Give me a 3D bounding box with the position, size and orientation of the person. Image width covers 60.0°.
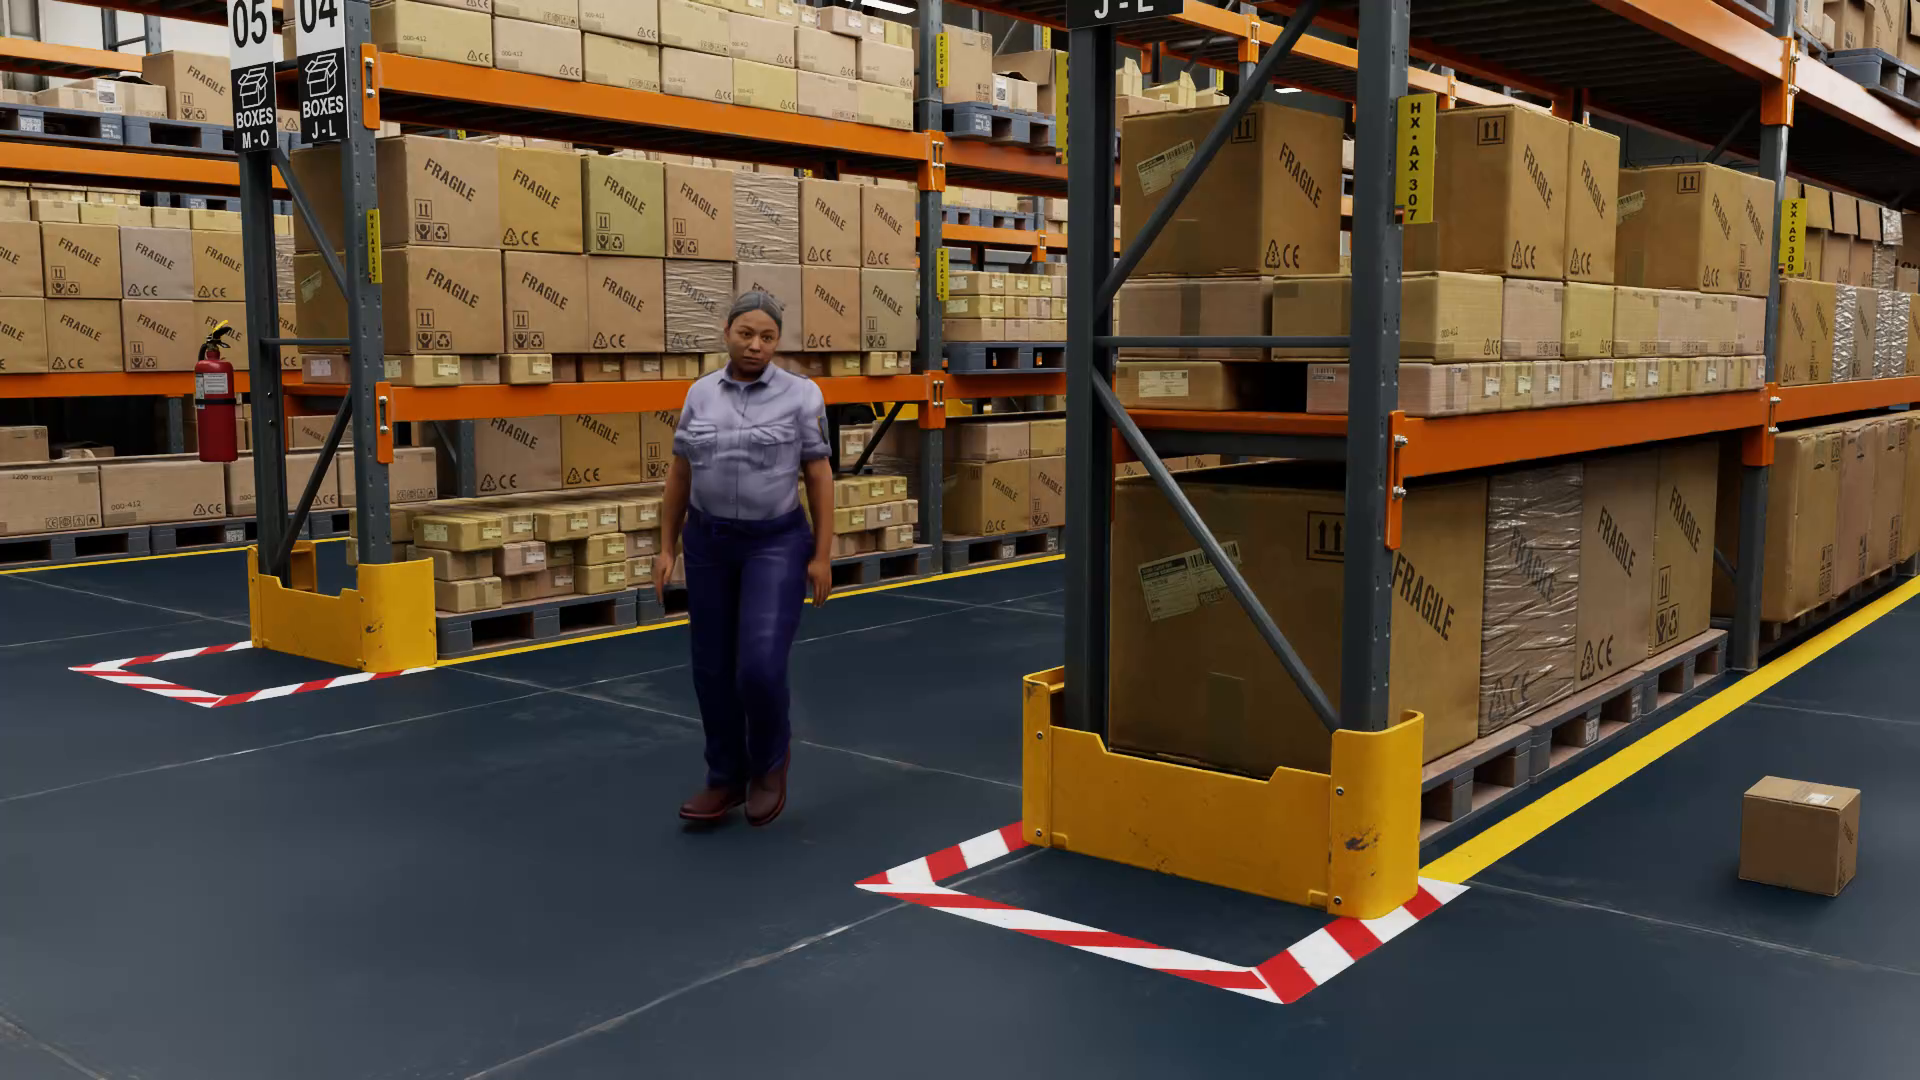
[{"bbox_3d":[-0.679,0.068,5.077,0.536,1.643,0.455,2,7,18],"label":"person"}]
